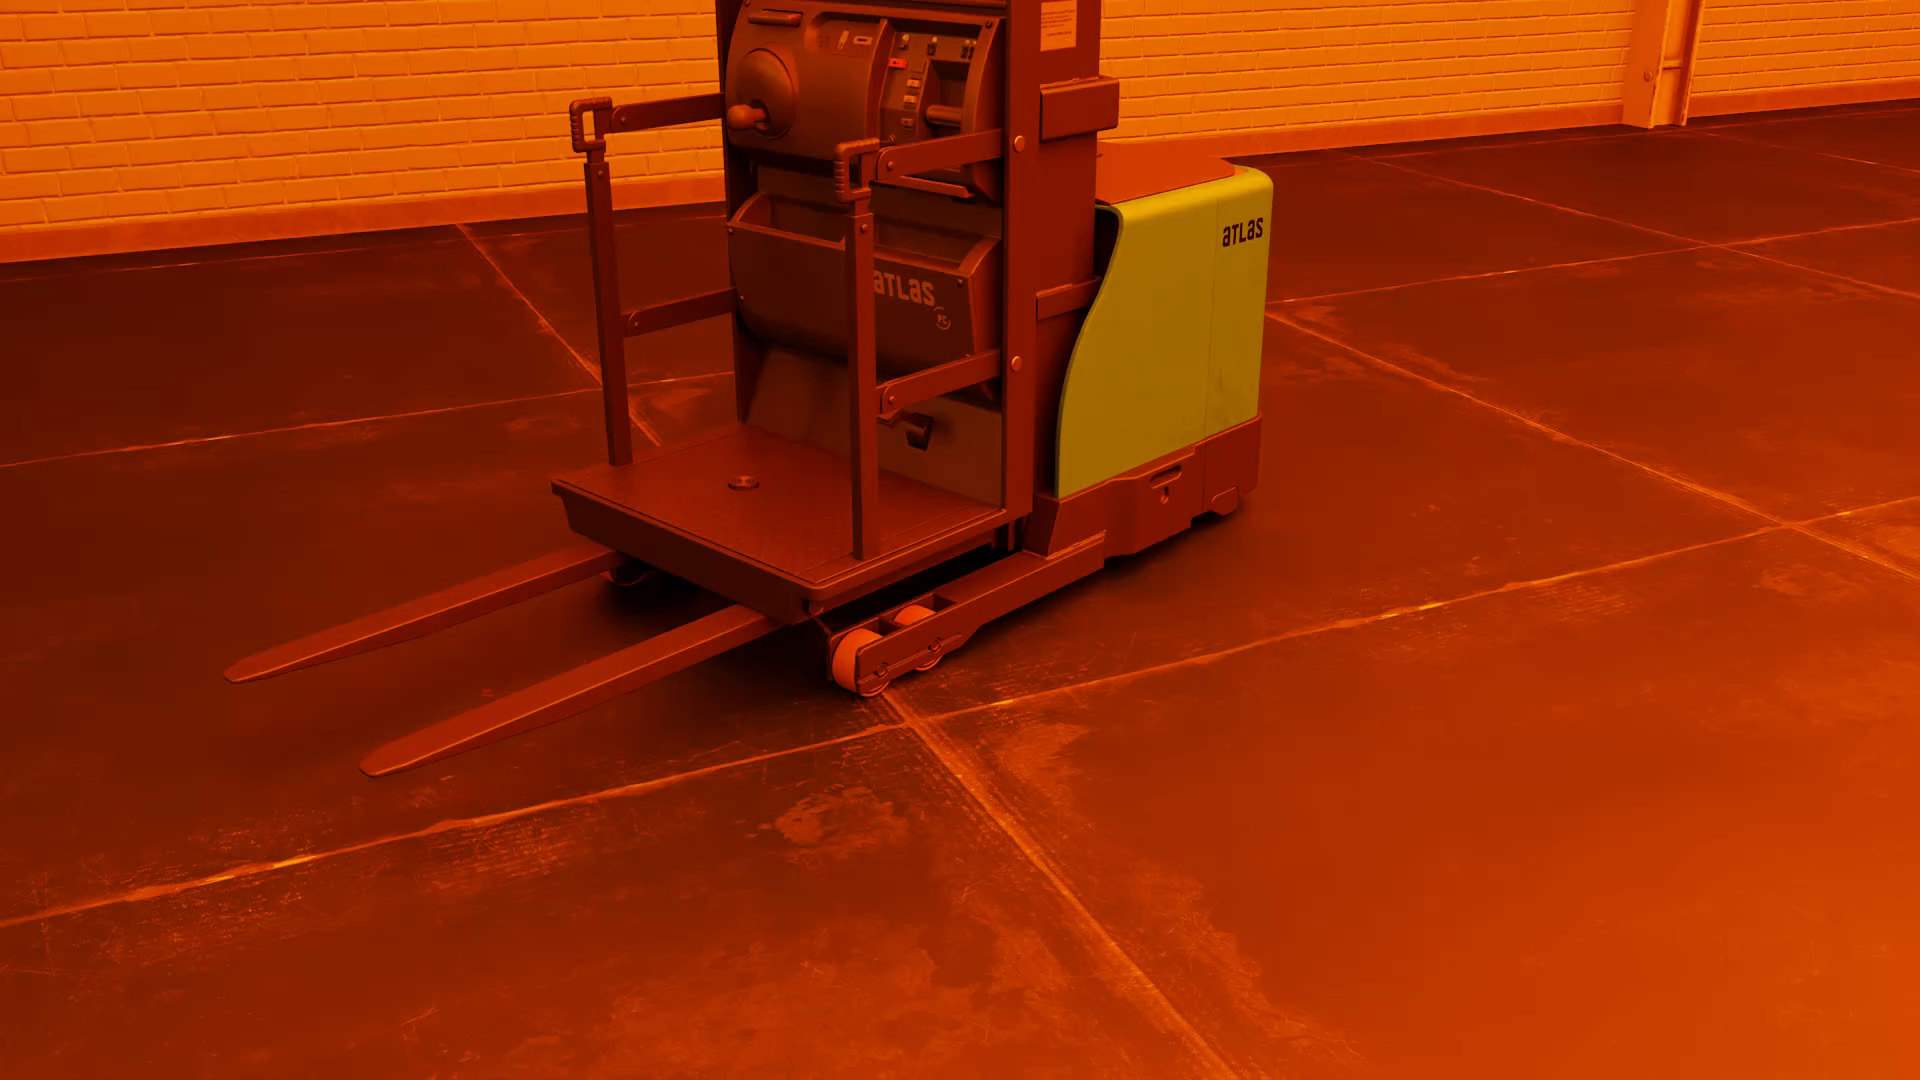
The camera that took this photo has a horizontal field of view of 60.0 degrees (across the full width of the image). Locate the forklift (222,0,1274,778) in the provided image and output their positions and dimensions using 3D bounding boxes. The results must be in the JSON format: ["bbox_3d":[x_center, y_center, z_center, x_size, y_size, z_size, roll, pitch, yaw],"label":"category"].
[{"bbox_3d":[-0.413,-1.182,4.131,1.130,2.935,3.031,19,29,39],"label":"forklift"}]
